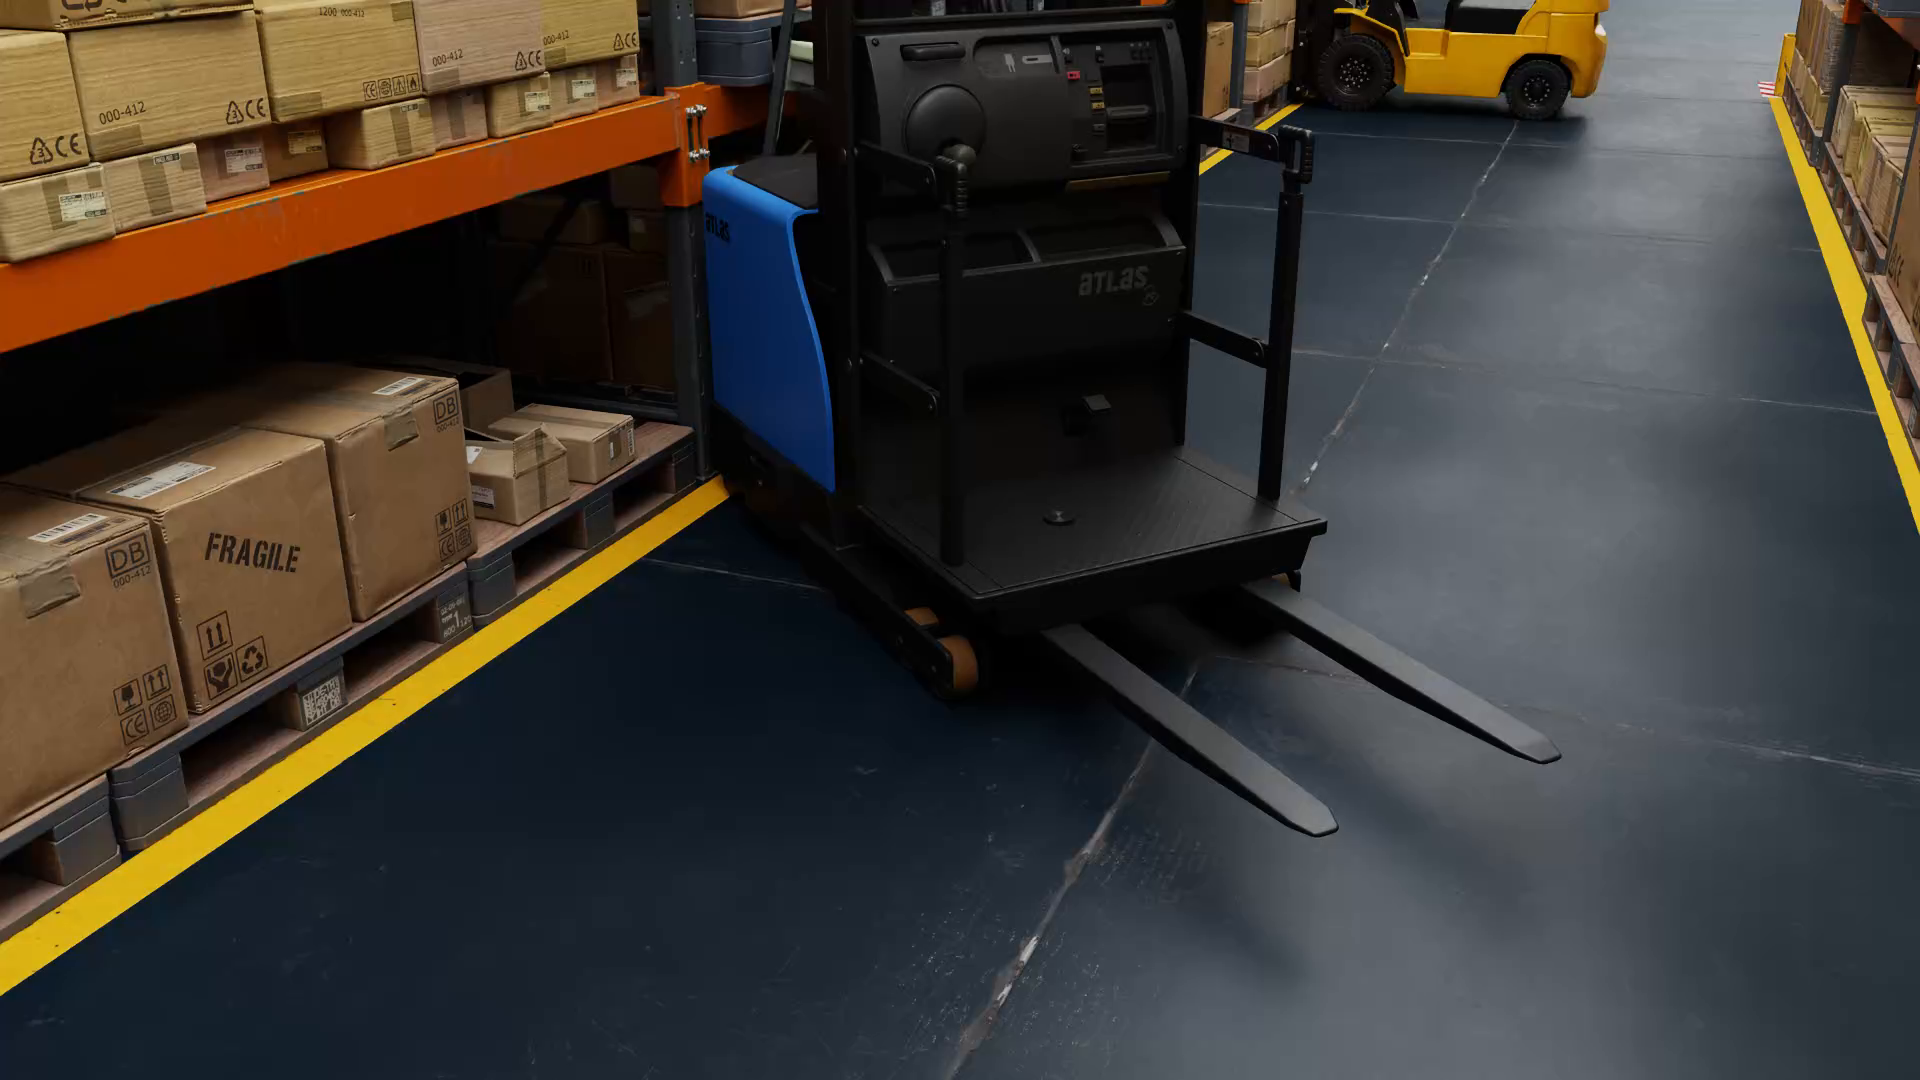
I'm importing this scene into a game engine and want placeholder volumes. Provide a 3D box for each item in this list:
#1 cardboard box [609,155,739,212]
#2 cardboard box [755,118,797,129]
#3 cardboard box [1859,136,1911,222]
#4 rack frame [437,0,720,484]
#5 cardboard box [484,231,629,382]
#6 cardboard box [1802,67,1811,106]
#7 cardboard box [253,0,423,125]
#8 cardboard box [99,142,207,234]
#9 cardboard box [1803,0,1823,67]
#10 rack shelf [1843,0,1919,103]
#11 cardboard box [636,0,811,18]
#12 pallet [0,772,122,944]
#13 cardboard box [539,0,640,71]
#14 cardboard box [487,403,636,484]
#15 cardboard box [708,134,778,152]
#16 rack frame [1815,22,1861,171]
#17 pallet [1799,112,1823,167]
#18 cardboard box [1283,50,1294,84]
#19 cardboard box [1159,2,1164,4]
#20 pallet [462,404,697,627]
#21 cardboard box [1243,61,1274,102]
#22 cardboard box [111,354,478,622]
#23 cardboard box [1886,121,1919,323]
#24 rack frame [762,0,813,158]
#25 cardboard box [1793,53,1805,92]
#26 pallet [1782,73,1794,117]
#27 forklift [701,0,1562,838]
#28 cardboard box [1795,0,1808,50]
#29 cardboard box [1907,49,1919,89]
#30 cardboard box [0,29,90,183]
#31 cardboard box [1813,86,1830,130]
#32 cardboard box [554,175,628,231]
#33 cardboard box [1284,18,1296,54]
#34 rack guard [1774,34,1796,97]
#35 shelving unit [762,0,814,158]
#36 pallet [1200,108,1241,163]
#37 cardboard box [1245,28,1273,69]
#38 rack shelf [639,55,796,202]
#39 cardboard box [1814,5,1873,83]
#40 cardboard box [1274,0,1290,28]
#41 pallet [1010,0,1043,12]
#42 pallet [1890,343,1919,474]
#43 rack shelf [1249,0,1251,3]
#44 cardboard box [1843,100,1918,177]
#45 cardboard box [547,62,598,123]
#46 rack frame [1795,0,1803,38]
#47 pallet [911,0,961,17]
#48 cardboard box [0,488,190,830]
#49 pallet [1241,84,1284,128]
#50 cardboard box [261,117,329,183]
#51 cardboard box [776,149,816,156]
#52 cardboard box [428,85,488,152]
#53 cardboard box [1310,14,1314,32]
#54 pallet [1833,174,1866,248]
[{"bbox_3d":[-0.996,-1.246,5.811,0.380,0.149,0.250,8,24,19],"label":"cardboard box"},{"bbox_3d":[-0.748,-1.828,7.592,0.380,0.149,0.250,9,24,20],"label":"cardboard box"},{"bbox_3d":[5.262,-1.839,8.626,0.950,0.372,0.625,8,24,19],"label":"cardboard box"},{"bbox_3d":[-1.320,-1.670,5.356,1.000,3.000,0.127,9,24,20],"label":"rack frame"},{"bbox_3d":[-1.412,-0.928,6.279,0.500,0.500,0.500,9,24,20],"label":"cardboard box"},{"bbox_3d":[6.614,-3.372,12.453,0.500,0.250,0.500,9,24,21],"label":"cardboard box"},{"bbox_3d":[-1.652,-1.163,3.951,0.500,0.250,0.500,9,24,20],"label":"cardboard box"},{"bbox_3d":[-1.825,-0.752,3.484,0.380,0.149,0.250,9,24,21],"label":"cardboard box"},{"bbox_3d":[6.799,-3.902,12.750,0.500,0.500,0.500,9,24,21],"label":"cardboard box"},{"bbox_3d":[5.519,-2.776,8.937,1.077,0.370,4.000,9,24,20],"label":"rack shelf"},{"bbox_3d":[-0.932,-2.051,5.593,0.700,0.500,0.500,9,24,21],"label":"cardboard box"},{"bbox_3d":[-2.482,0.736,3.215,1.003,0.211,1.213,9,24,20],"label":"pallet"},{"bbox_3d":[-1.282,-1.521,4.808,0.500,0.250,0.500,9,24,21],"label":"cardboard box"},{"bbox_3d":[-1.254,-0.307,5.246,0.380,0.149,0.250,8,24,18],"label":"cardboard box"},{"bbox_3d":[-1.009,-1.652,7.169,0.380,0.149,0.250,9,24,21],"label":"cardboard box"},{"bbox_3d":[6.262,-3.823,10.511,1.000,3.000,0.127,9,24,20],"label":"rack frame"},{"bbox_3d":[6.479,-2.782,11.636,1.003,0.211,1.213,9,24,20],"label":"pallet"},{"bbox_3d":[2.490,-3.953,13.845,0.500,0.250,0.500,9,24,21],"label":"cardboard box"},{"bbox_3d":[1.655,-4.123,12.954,0.500,0.250,0.500,9,24,21],"label":"cardboard box"},{"bbox_3d":[-1.576,-0.137,5.305,1.003,0.211,1.213,9,24,20],"label":"pallet"},{"bbox_3d":[2.139,-3.583,12.960,0.500,0.250,0.500,9,24,21],"label":"cardboard box"},{"bbox_3d":[-1.751,-0.156,4.430,0.700,0.500,0.500,8,24,18],"label":"cardboard box"},{"bbox_3d":[4.442,-1.370,6.850,0.875,0.875,0.875,9,24,20],"label":"cardboard box"},{"bbox_3d":[-0.507,-1.073,5.559,0.400,1.500,0.023,17,19,18],"label":"rack frame"},{"bbox_3d":[6.995,-3.749,13.356,0.500,0.250,0.500,10,25,22],"label":"cardboard box"},{"bbox_3d":[7.385,-3.655,13.727,1.003,0.211,1.213,9,24,20],"label":"pallet"},{"bbox_3d":[0.291,-1.140,4.175,1.130,2.935,3.031,-11,25,-26],"label":"forklift"},{"bbox_3d":[7.183,-4.268,13.626,0.500,0.500,0.500,8,24,18],"label":"cardboard box"},{"bbox_3d":[6.732,-3.267,11.229,0.500,0.500,0.500,10,25,23],"label":"cardboard box"},{"bbox_3d":[-2.014,-0.793,3.064,0.500,0.250,0.500,8,24,19],"label":"cardboard box"},{"bbox_3d":[6.232,-2.998,11.559,0.500,0.250,0.500,10,25,22],"label":"cardboard box"},{"bbox_3d":[-1.358,-1.277,6.273,0.380,0.149,0.250,9,24,20],"label":"cardboard box"},{"bbox_3d":[2.501,-4.176,13.730,0.500,0.250,0.500,9,24,20],"label":"cardboard box"},{"bbox_3d":[7.720,-4.074,14.355,1.175,0.500,0.348,9,24,20],"label":"rack guard"},{"bbox_3d":[-0.367,-1.154,5.887,0.431,1.500,0.755,17,19,18],"label":"shelving unit"},{"bbox_3d":[1.415,-2.977,12.102,1.003,0.211,1.213,9,24,20],"label":"pallet"},{"bbox_3d":[2.118,-3.817,12.871,0.500,0.250,0.500,9,24,20],"label":"cardboard box"},{"bbox_3d":[-0.577,-2.054,7.208,1.077,0.370,4.000,9,24,20],"label":"rack shelf"},{"bbox_3d":[6.420,-3.527,11.851,0.500,0.500,0.500,9,24,21],"label":"cardboard box"},{"bbox_3d":[2.322,-4.229,13.207,0.500,0.250,0.500,9,24,20],"label":"cardboard box"},{"bbox_3d":[-0.020,-2.760,8.215,1.213,0.211,1.003,9,24,20],"label":"pallet"},{"bbox_3d":[3.959,-0.399,5.931,1.003,0.211,1.213,9,24,20],"label":"pallet"},{"bbox_3d":[2.395,-4.916,14.062,1.077,0.370,4.000,9,24,20],"label":"rack shelf"},{"bbox_3d":[5.806,-2.359,9.870,0.950,0.372,0.625,10,25,23],"label":"cardboard box"},{"bbox_3d":[-1.280,-1.307,4.814,0.380,0.149,0.250,9,24,21],"label":"cardboard box"},{"bbox_3d":[7.748,-5.255,13.938,1.000,3.000,0.127,9,24,20],"label":"rack frame"},{"bbox_3d":[-0.552,-2.316,7.152,1.003,0.211,1.213,9,24,20],"label":"pallet"},{"bbox_3d":[-2.137,0.216,3.540,0.700,0.500,0.500,10,25,22],"label":"cardboard box"},{"bbox_3d":[1.986,-3.525,13.414,1.003,0.211,1.213,9,24,20],"label":"pallet"},{"bbox_3d":[-1.745,-0.949,3.956,0.380,0.149,0.250,9,24,21],"label":"cardboard box"},{"bbox_3d":[-0.607,-1.488,6.776,0.380,0.149,0.250,9,24,20],"label":"cardboard box"},{"bbox_3d":[-1.477,-1.121,4.368,0.380,0.149,0.250,9,24,21],"label":"cardboard box"},{"bbox_3d":[2.879,-4.535,14.589,0.500,0.250,0.500,8,24,19],"label":"cardboard box"},{"bbox_3d":[5.523,-1.820,9.333,1.003,0.211,1.213,9,24,20],"label":"pallet"}]
